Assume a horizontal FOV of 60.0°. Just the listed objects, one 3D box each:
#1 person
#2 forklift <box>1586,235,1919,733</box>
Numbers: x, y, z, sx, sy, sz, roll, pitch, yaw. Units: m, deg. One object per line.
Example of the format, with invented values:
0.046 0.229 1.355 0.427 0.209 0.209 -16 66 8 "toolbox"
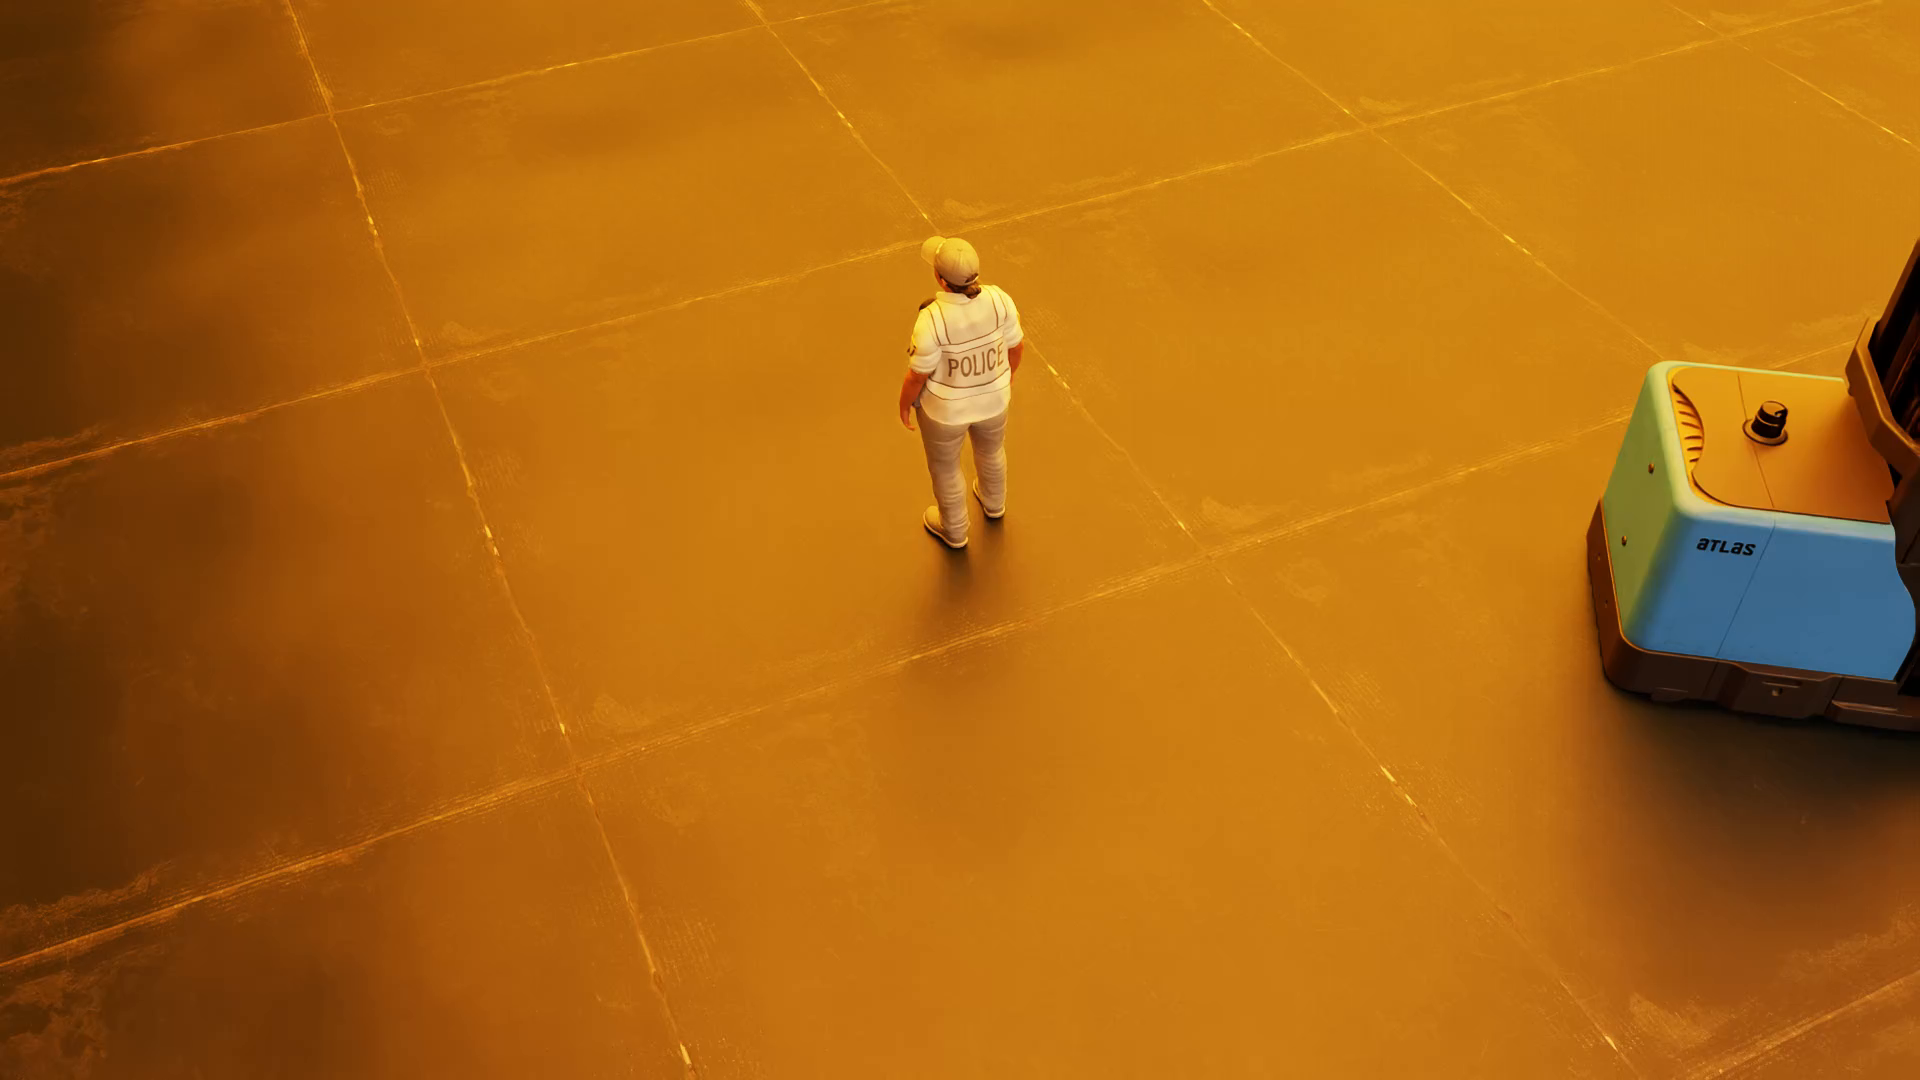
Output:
-0.011 -0.669 7.312 0.598 1.670 0.529 -18 46 -18 "person"
4.328 -0.561 6.281 3.031 2.935 1.130 7 43 7 "forklift"
